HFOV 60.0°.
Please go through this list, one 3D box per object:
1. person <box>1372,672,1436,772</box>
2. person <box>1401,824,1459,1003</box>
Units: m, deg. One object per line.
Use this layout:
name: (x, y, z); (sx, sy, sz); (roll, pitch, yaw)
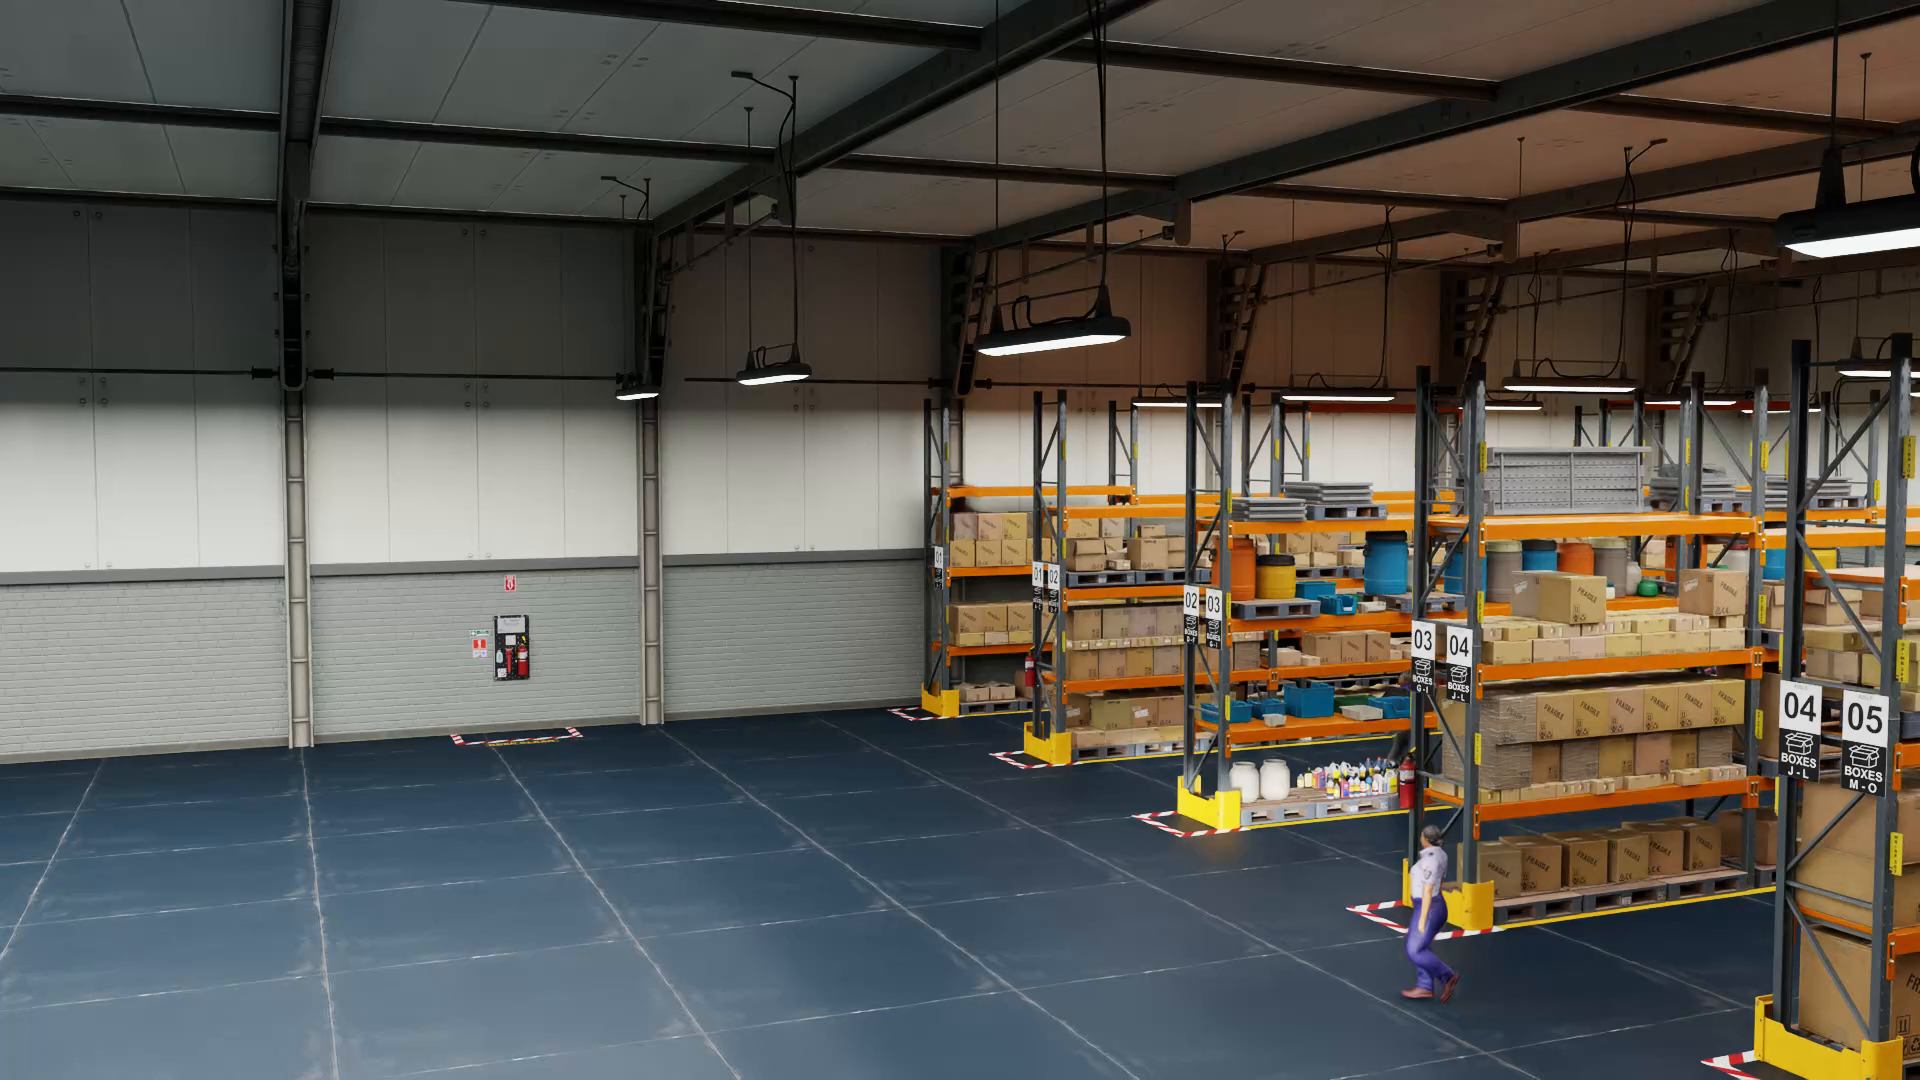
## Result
person: (6.890, 2.829, 25.816); (0.975, 1.582, 0.461); (1, 4, 23)
person: (4.332, 3.424, 15.282); (0.493, 1.647, 0.468); (1, 3, 10)
